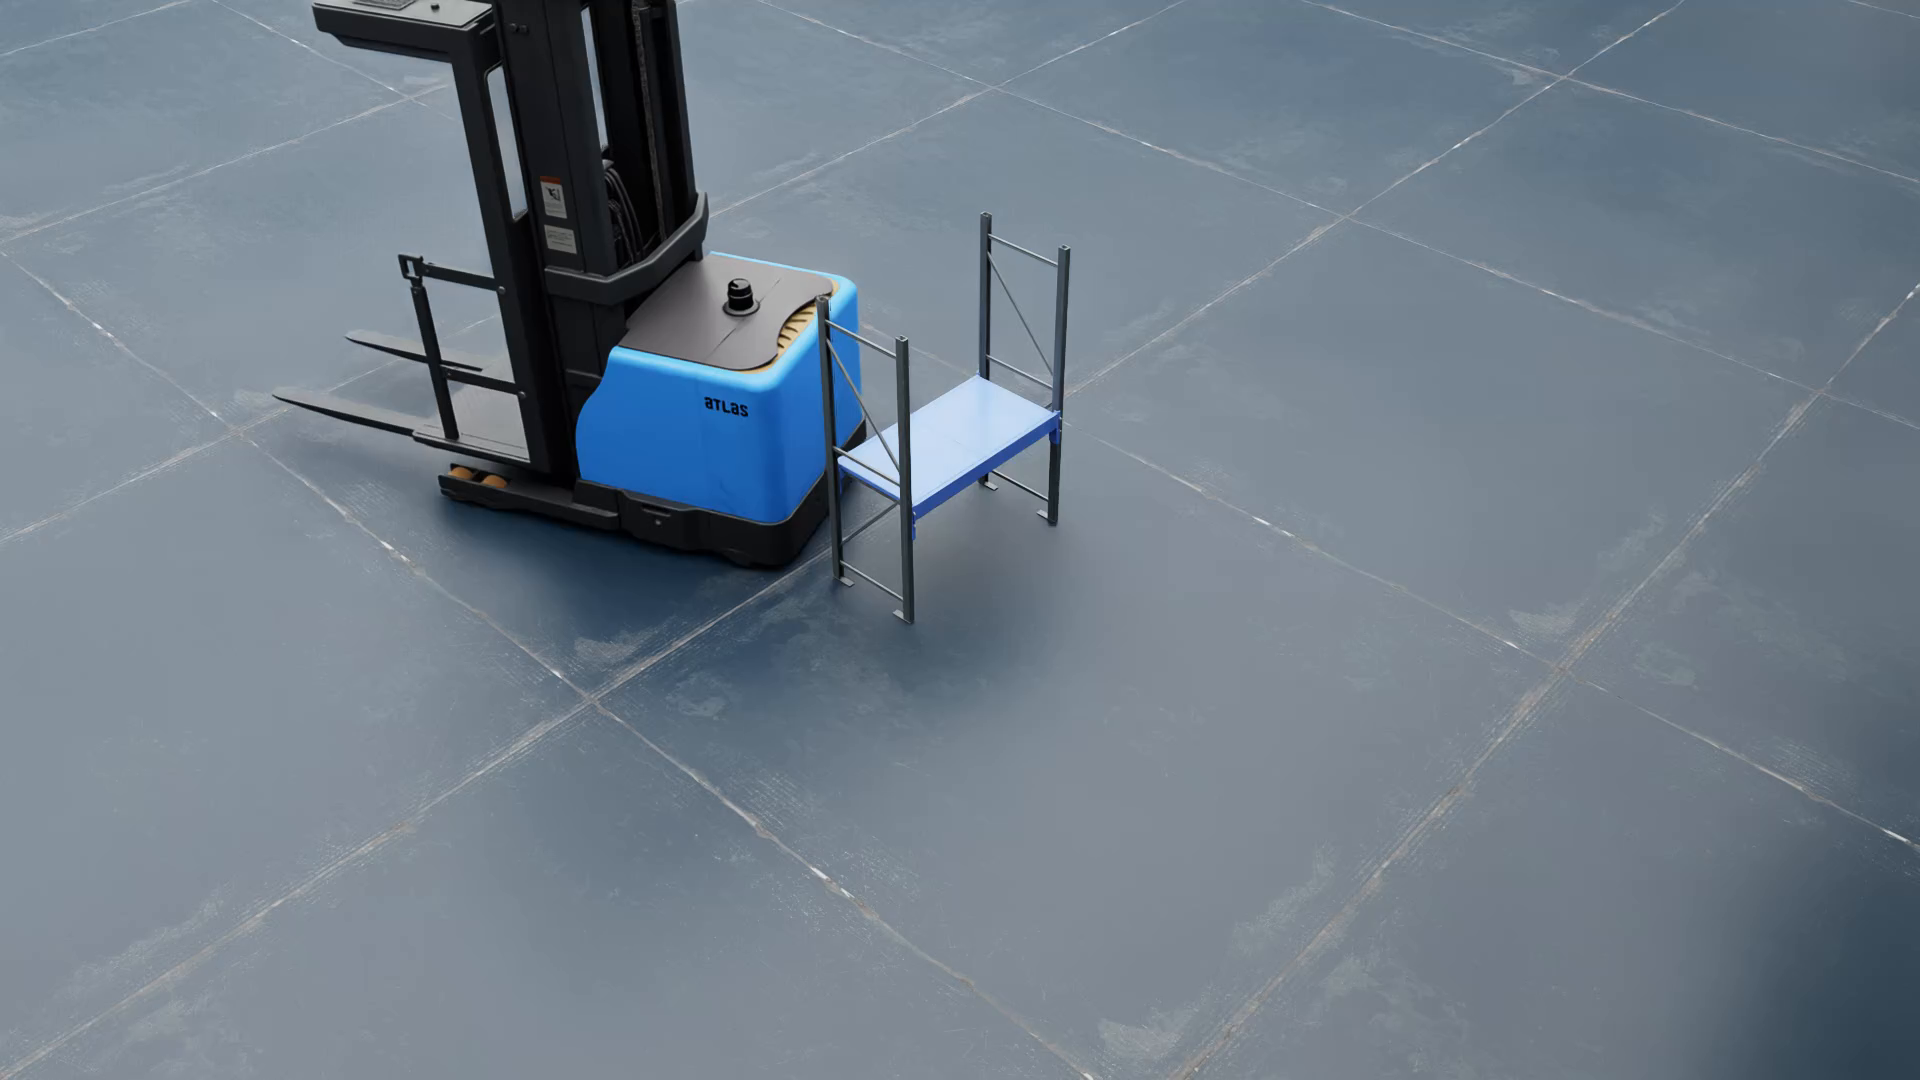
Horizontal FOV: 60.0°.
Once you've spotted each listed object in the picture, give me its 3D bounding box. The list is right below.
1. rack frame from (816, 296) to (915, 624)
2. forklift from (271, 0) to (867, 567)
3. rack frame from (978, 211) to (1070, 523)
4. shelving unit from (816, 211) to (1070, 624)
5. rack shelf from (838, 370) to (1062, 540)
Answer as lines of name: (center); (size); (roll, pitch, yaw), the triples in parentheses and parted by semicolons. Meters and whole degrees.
rack frame: (-0.400, -0.314, 7.224); (0.500, 1.500, 0.032); (30, 47, 32)
forklift: (-2.043, -1.592, 7.680); (3.031, 2.935, 1.130); (13, 40, 16)
rack frame: (0.285, -0.781, 7.811); (0.500, 1.500, 0.032); (30, 47, 32)
shelving unit: (-0.058, -0.548, 7.517); (0.538, 1.500, 1.048); (30, 47, 32)
rack shelf: (-0.058, -0.407, 7.629); (0.538, 0.185, 1.000); (30, 47, 32)
